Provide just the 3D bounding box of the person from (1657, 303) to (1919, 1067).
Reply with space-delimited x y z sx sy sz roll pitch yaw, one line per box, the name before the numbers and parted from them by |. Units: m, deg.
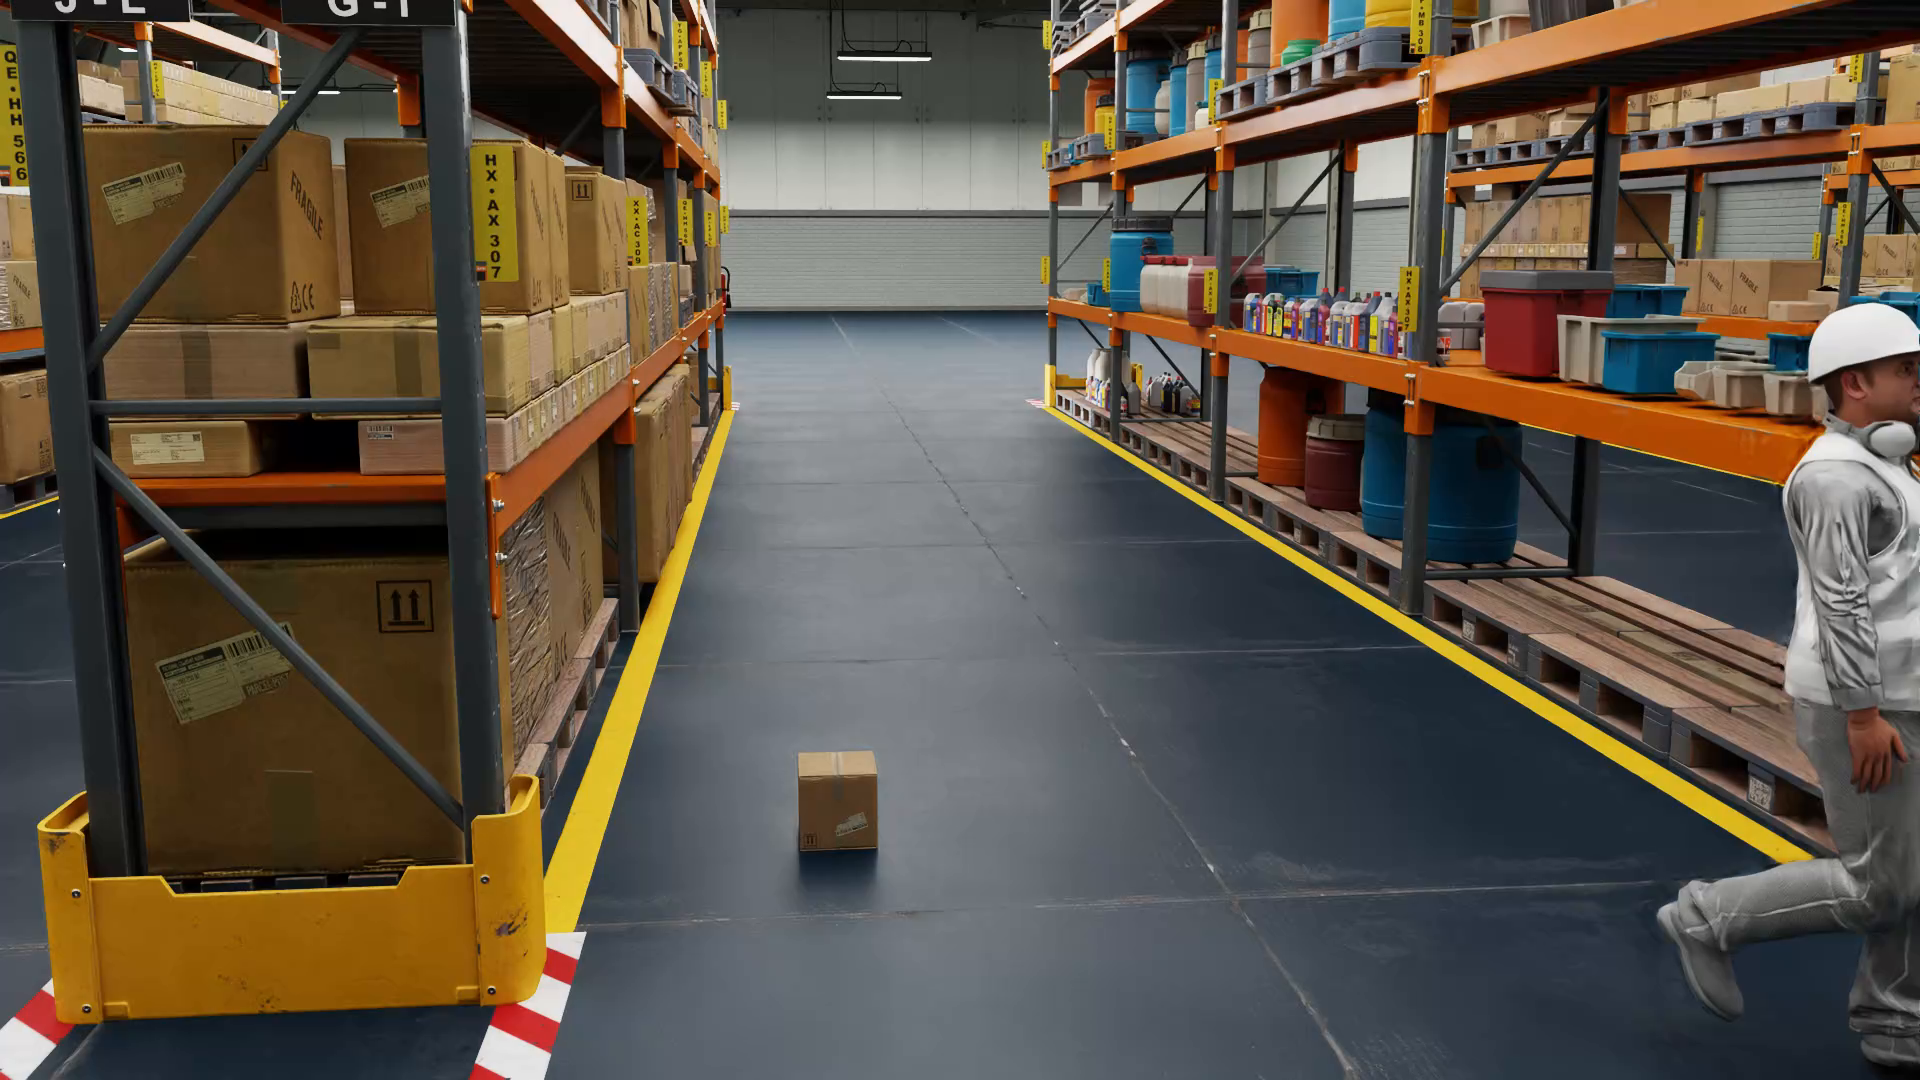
person | 2.048 0.347 3.788 0.724 1.745 0.546 8 13 40
